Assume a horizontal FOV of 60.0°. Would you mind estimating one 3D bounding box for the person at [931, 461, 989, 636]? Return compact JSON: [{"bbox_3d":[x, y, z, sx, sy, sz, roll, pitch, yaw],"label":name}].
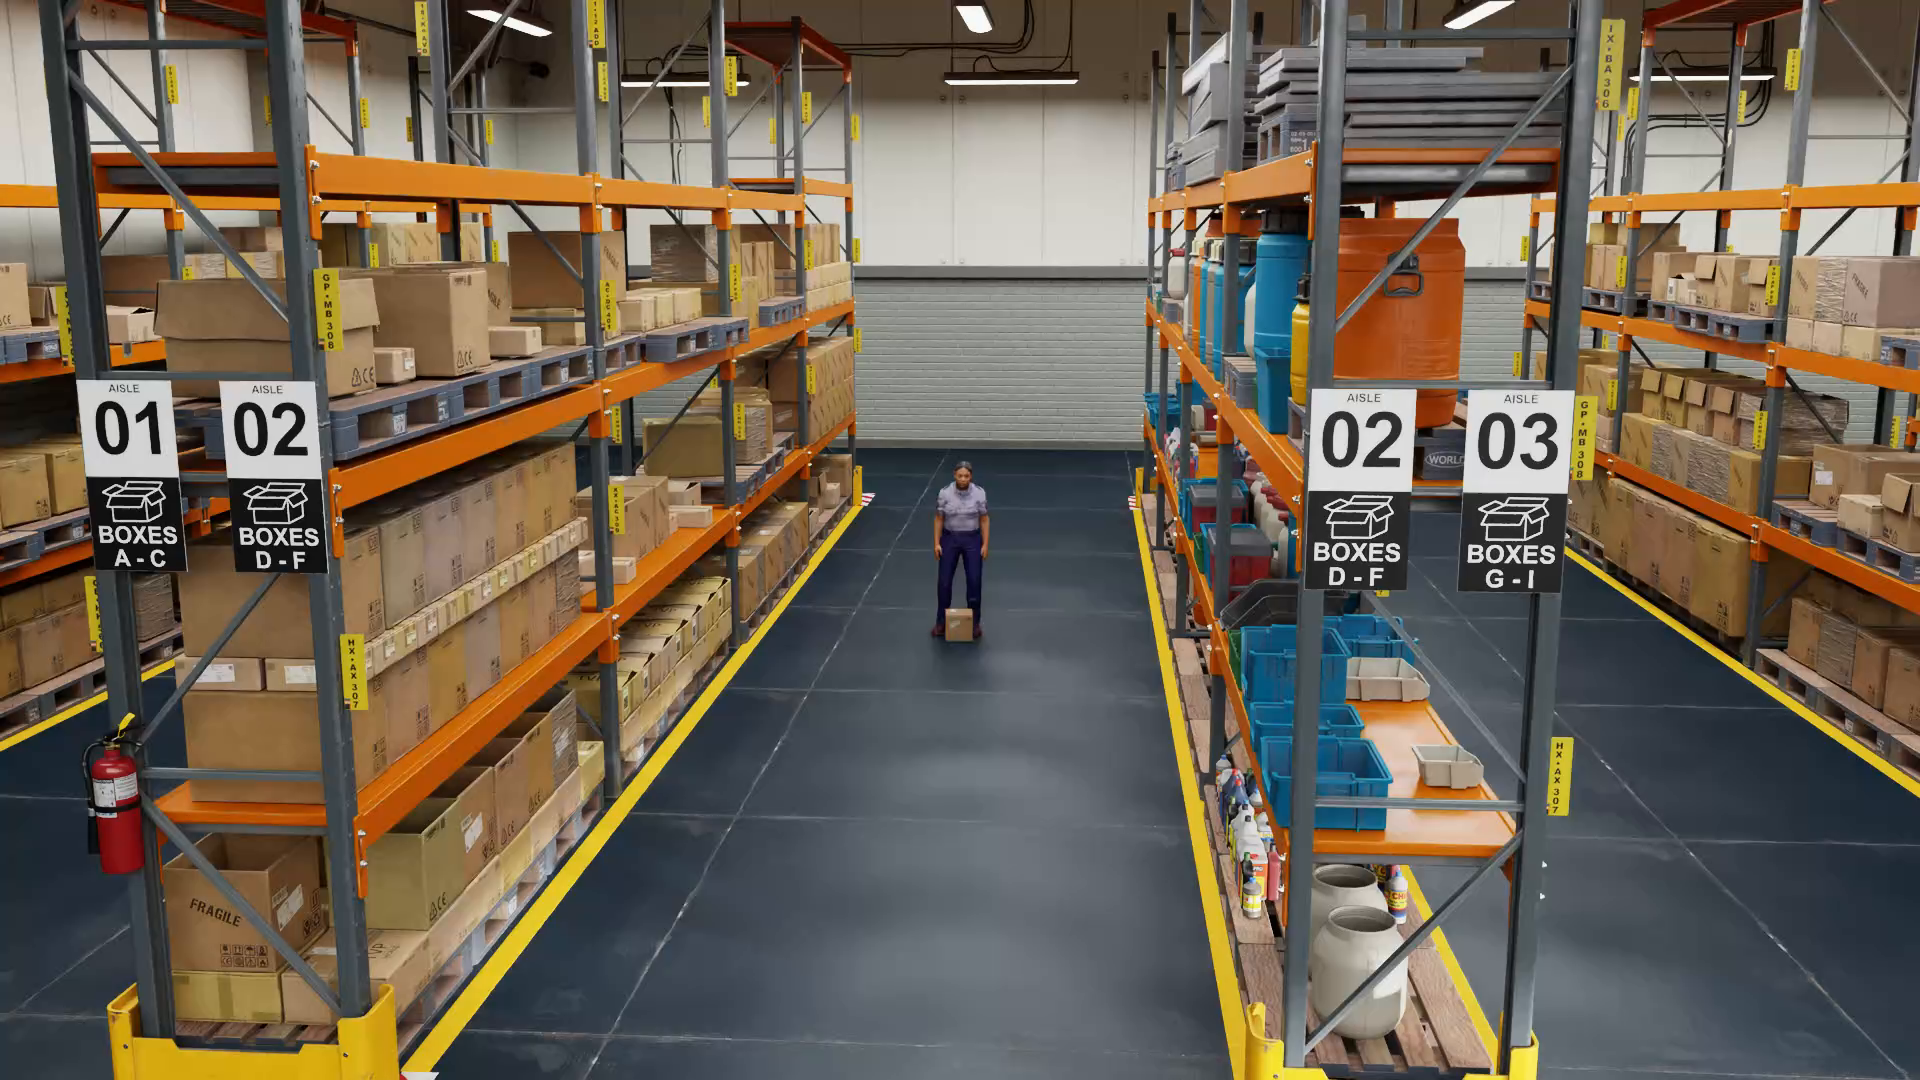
[{"bbox_3d":[0.002,0.064,15.619,0.548,1.650,0.374,0,11,1],"label":"person"}]
